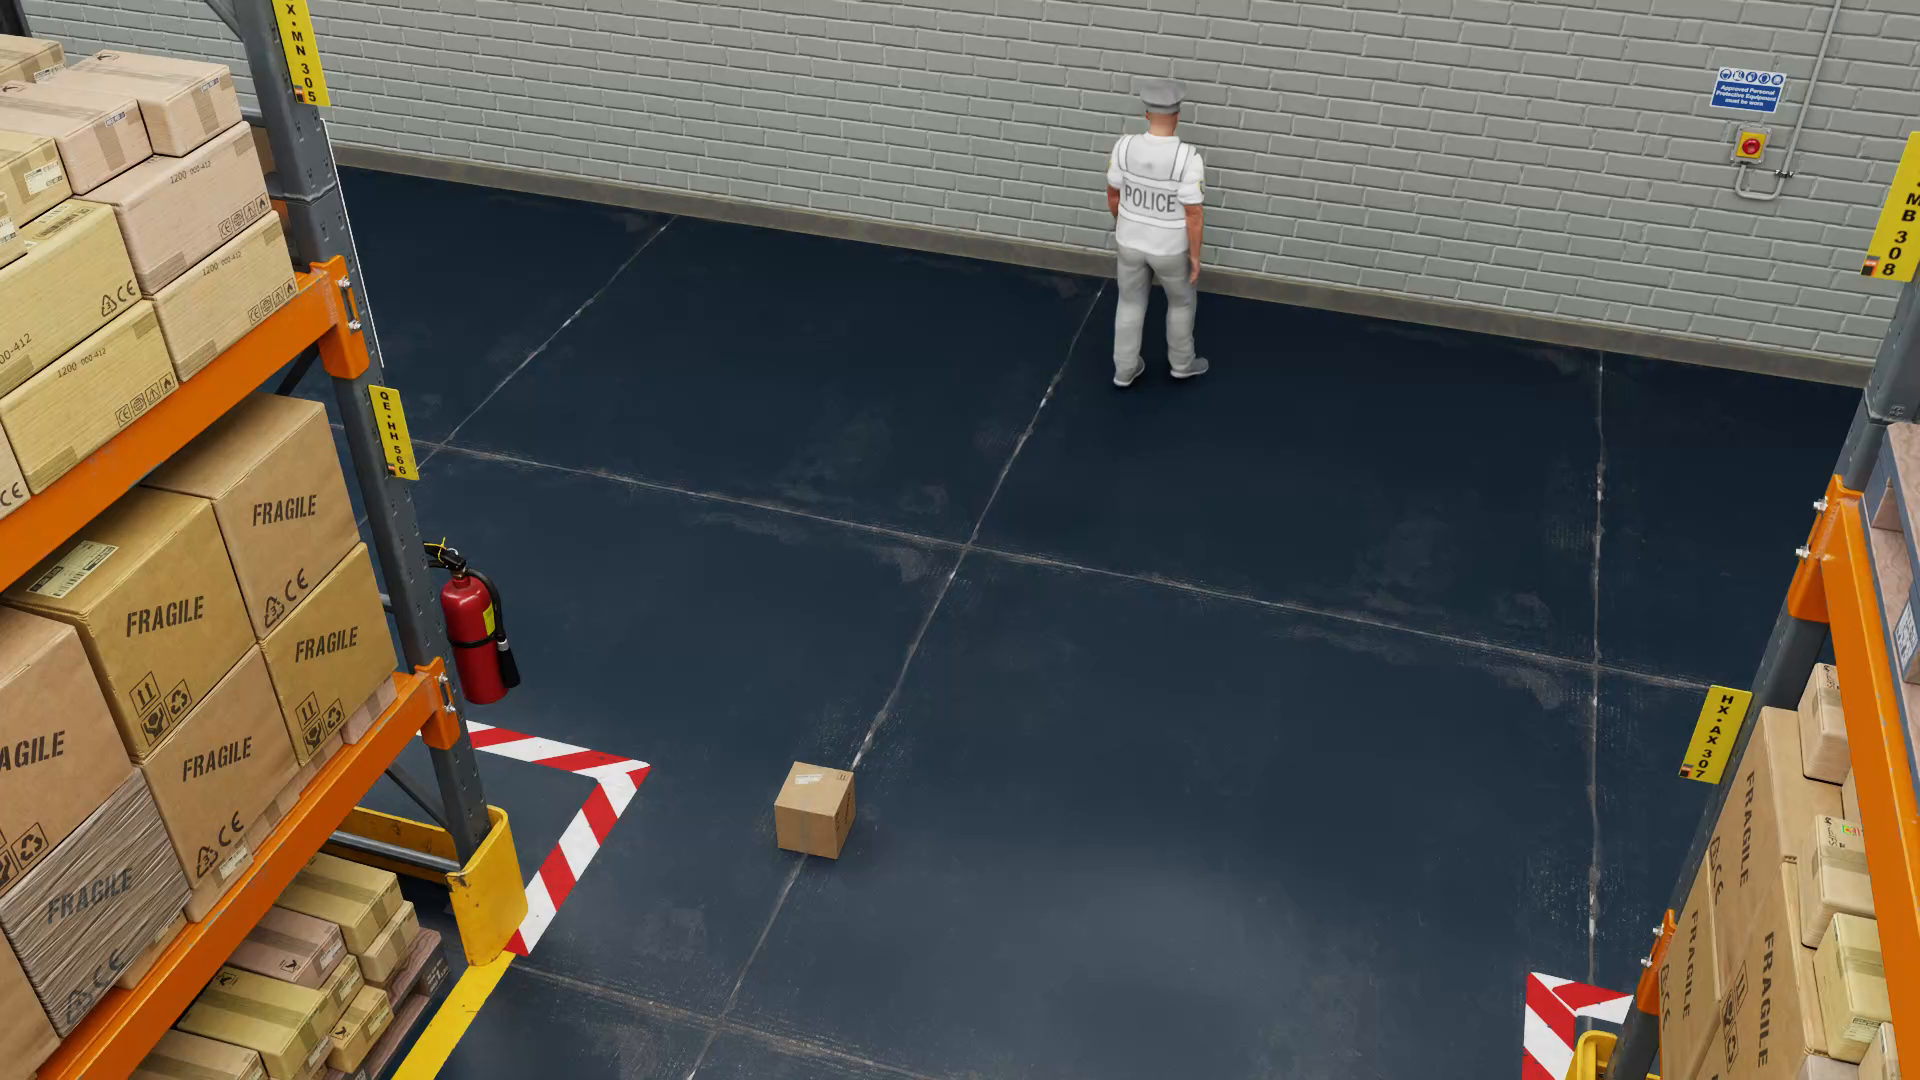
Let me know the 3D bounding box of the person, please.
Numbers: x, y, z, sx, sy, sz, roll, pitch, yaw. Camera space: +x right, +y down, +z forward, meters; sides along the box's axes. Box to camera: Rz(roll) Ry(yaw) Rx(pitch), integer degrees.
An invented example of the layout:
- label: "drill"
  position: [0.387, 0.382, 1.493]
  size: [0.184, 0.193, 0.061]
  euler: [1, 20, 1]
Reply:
- label: "person"
  position: [1.095, -1.657, 9.090]
  size: [0.576, 1.774, 0.562]
  euler: [16, 40, 21]
